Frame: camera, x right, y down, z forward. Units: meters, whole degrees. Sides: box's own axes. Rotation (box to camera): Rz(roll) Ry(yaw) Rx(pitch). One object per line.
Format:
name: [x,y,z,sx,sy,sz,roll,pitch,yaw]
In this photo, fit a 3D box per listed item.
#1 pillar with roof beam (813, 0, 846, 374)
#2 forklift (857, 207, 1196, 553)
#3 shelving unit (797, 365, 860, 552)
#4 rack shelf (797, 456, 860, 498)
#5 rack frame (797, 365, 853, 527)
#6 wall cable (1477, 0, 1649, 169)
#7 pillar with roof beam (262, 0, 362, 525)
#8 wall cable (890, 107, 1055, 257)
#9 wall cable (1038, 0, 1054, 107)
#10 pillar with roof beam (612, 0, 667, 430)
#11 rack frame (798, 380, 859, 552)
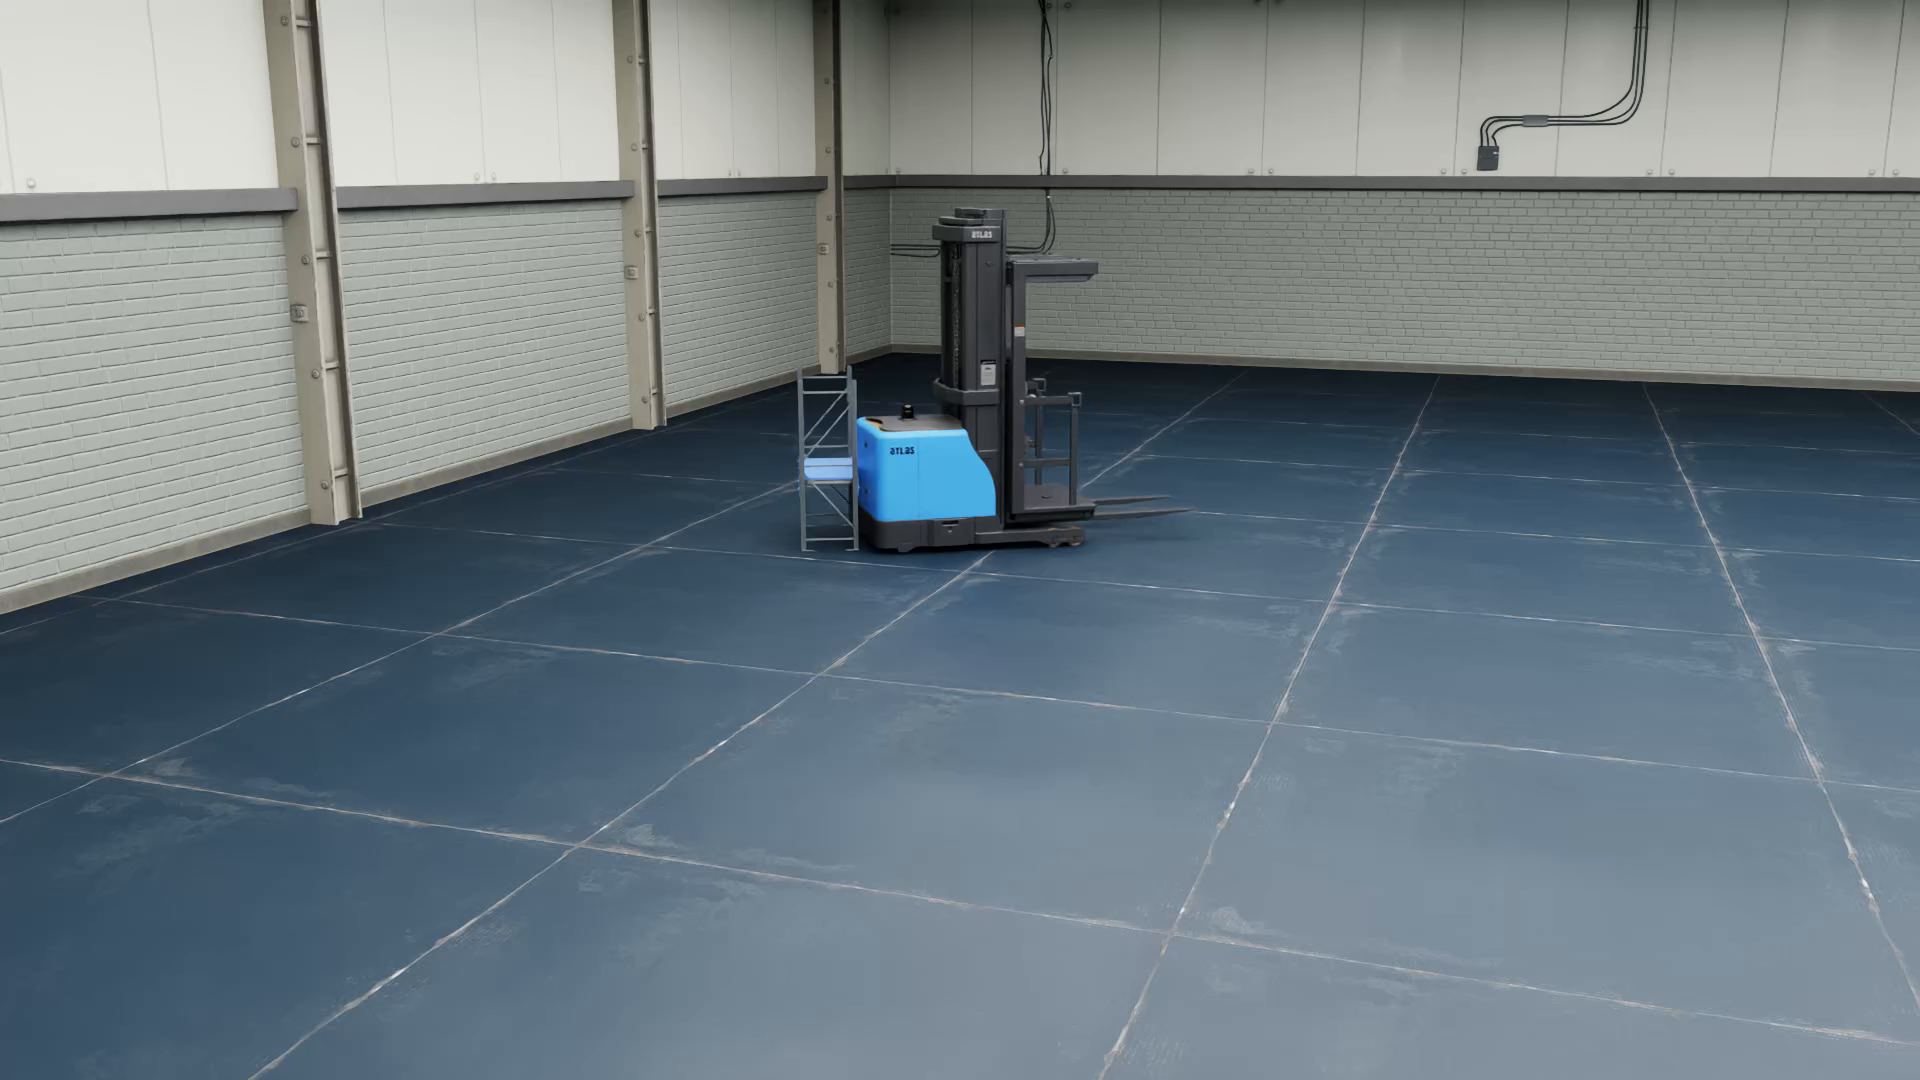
pillar with roof beam: [2.016,-6.795,24.534,9.100,9.000,0.400,4,14,18]
forklift: [0.613,-1.478,14.878,3.031,2.935,1.130,-3,13,-15]
shelving unit: [-1.193,-0.751,14.906,0.538,1.500,1.048,-1,13,-6]
rack shelf: [-1.193,-0.575,14.946,0.538,0.185,1.000,-1,13,-6]
rack frame: [-1.245,-0.863,15.399,0.500,1.500,0.032,-1,13,-6]
wall cable: [9.125,-8.601,24.805,2.305,6.003,0.169,4,14,18]
pillar with roof beam: [-1.866,-4.268,13.464,9.100,9.000,0.400,4,14,18]
wall cable: [0.147,-6.116,28.538,3.097,2.526,0.112,4,14,18]
wall cable: [2.707,-8.383,27.123,3.097,2.526,0.112,4,14,18]
pillar with roof beam: [0.075,-5.531,18.999,9.100,9.000,0.400,4,14,18]
rack frame: [-1.140,-0.638,14.413,0.500,1.500,0.032,-1,13,-6]
